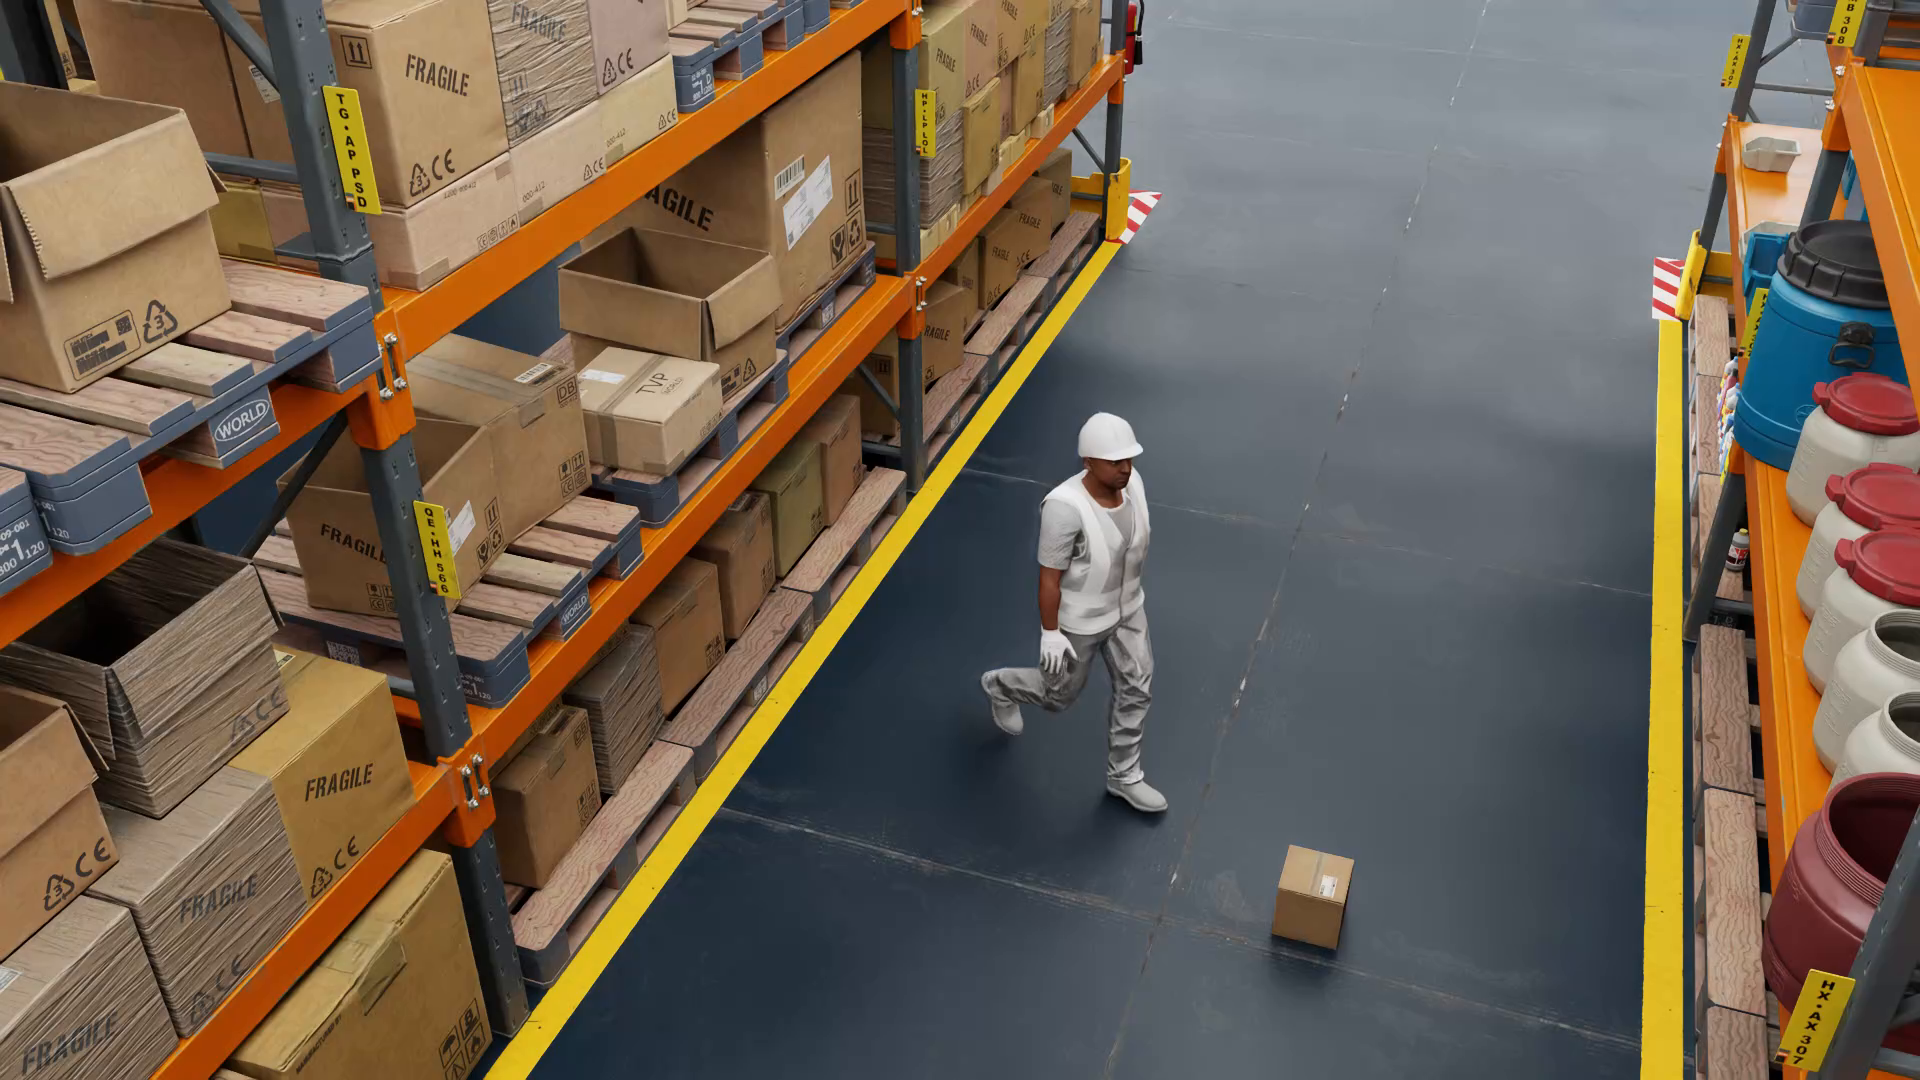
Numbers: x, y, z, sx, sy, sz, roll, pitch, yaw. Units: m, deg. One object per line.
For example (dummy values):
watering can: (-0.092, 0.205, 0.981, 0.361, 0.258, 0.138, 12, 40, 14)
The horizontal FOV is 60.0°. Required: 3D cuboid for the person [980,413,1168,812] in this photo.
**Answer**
person: (0.492, 0.254, 6.733, 0.591, 1.752, 0.958, -25, 40, -33)
